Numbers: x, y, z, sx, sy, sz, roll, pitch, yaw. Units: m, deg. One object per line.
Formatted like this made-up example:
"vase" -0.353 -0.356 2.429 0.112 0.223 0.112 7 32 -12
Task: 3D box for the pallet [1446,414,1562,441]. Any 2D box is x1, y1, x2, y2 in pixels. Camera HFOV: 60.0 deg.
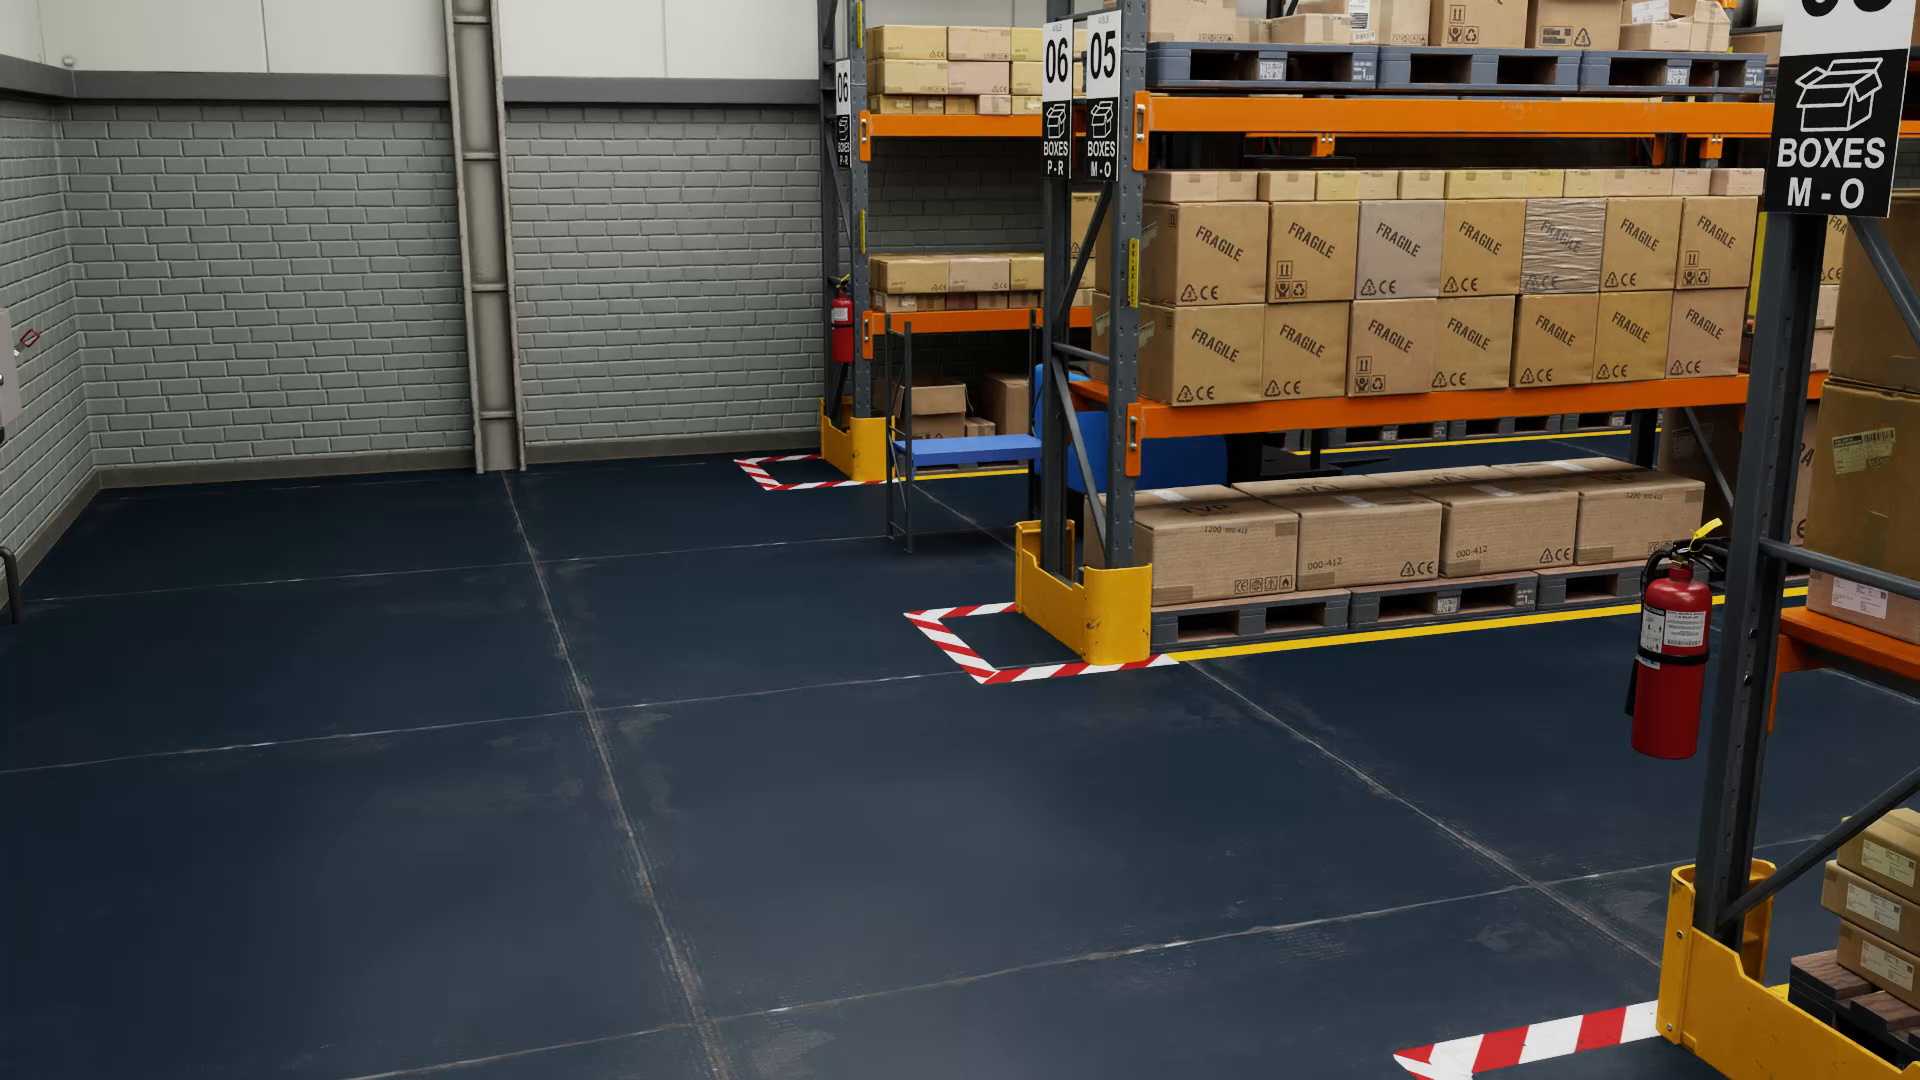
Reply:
"pallet" 4.791 -1.144 15.497 1.213 0.211 1.003 -4 14 -18

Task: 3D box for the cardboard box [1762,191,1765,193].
"cardboard box" 4.804 -1.876 10.172 0.500 0.500 0.500 -4 14 -16

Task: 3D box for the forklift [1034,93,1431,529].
"forklift" 2.059 -1.655 11.767 3.031 2.935 1.130 -5 14 -21

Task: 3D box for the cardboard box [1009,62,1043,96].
"cardboard box" 0.555 -3.627 13.109 0.500 0.250 0.500 -5 14 -20

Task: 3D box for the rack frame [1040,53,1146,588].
"rack frame" 0.669 -0.958 8.688 0.127 3.000 1.000 -4 14 -18

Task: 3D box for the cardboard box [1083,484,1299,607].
"cardboard box" 1.263 0.014 9.233 0.875 0.438 0.875 -5 14 -20

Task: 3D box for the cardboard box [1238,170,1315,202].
"cardboard box" 1.603 -1.803 8.462 0.250 0.149 0.380 -4 14 -16

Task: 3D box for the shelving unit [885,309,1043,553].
"shelving unit" 0.081 -0.736 10.996 1.048 1.500 0.538 -4 14 -18

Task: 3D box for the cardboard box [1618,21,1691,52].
"cardboard box" 3.707 -2.706 8.975 0.250 0.149 0.380 -4 14 -17

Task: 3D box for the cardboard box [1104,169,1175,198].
"cardboard box" 0.946 -1.879 8.781 0.250 0.149 0.380 -4 14 -17

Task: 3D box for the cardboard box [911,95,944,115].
"cardboard box" -0.301 -3.381 12.935 0.250 0.149 0.380 -4 14 -17

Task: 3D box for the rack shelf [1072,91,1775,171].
"rack shelf" 2.565 -2.215 9.045 4.000 0.370 1.077 -4 14 -18

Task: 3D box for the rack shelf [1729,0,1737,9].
"rack shelf" 8.561 -5.158 15.802 4.000 0.370 1.077 -4 14 -18

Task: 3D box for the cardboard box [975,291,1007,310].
"cardboard box" 0.205 -1.949 13.399 0.250 0.149 0.380 -4 14 -16

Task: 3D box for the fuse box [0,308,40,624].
"fuse box" -5.199 -0.381 9.048 0.414 1.711 0.539 -4 14 -18

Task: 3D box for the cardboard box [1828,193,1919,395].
"cardboard box" 2.698 -0.648 4.365 0.500 0.500 0.500 -5 14 -19

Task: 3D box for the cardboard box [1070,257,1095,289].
"cardboard box" 1.034 -2.210 13.634 0.500 0.250 0.500 -5 14 -20

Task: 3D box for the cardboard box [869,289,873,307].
"cardboard box" -0.689 -2.007 13.643 0.250 0.149 0.380 -5 14 -19

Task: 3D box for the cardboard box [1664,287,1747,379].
"cardboard box" 4.102 -1.211 9.538 0.500 0.500 0.500 -4 14 -18

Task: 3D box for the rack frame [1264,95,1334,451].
"rack frame" 2.874 -2.341 14.505 0.127 3.000 1.000 -4 14 -18

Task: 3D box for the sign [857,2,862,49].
"sign" -0.744 -3.812 12.315 0.005 0.325 0.100 -4 14 -18

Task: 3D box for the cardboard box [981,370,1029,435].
"cardboard box" 0.515 -1.113 13.836 0.500 0.500 0.700 -4 14 -16

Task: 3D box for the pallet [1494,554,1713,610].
"pallet" 3.715 0.142 10.088 1.213 0.211 1.003 -4 14 -18

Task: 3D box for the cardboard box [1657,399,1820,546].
"cardboard box" 5.023 -0.487 10.392 0.875 0.875 0.875 -4 14 -16

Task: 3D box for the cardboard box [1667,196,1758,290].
"cardboard box" 4.101 -1.693 9.401 0.500 0.500 0.500 -5 14 -19

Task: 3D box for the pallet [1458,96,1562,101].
"pallet" 4.496 -3.819 14.641 1.003 0.211 1.213 -4 14 -18

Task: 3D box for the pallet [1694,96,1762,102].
"pallet" 7.280 -4.074 15.713 1.003 0.211 1.213 -4 14 -15

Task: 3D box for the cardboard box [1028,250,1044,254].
"cardboard box" 0.890 -2.322 14.104 0.500 0.250 0.500 -4 14 -18

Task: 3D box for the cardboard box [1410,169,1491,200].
"cardboard box" 2.577 -1.879 8.783 0.250 0.149 0.380 -5 14 -19

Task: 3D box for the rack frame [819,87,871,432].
"rack frame" -0.917 -2.046 13.263 0.127 3.000 1.000 -4 14 -18

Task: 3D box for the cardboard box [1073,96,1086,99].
"cardboard box" 0.943 -3.448 13.216 0.250 0.149 0.380 -4 14 -18

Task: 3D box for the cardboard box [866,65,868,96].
"cardboard box" -0.582 -3.670 13.288 0.500 0.250 0.500 -5 14 -19

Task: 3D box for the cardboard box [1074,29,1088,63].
"cardboard box" 1.023 -3.912 13.224 0.500 0.250 0.500 -4 14 -17

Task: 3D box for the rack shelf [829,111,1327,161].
"rack shelf" 0.978 -3.303 13.620 4.000 0.370 1.077 -4 14 -18

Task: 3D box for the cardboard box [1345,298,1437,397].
"cardboard box" 2.174 -1.056 8.884 0.500 0.500 0.500 -5 14 -18

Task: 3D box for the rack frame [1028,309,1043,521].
"rack frame" 0.563 -0.773 11.153 0.032 1.500 0.500 -4 14 -18

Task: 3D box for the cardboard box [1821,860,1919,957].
"cardboard box" 2.753 1.057 4.829 0.250 0.149 0.380 -5 14 -20

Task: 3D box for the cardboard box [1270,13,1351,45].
"cardboard box" 1.774 -2.578 8.435 0.250 0.149 0.380 -4 14 -16

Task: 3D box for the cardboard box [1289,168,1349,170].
"cardboard box" 1.919 -1.954 9.096 0.250 0.149 0.380 -5 14 -19

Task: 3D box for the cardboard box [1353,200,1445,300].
"cardboard box" 2.188 -1.545 8.780 0.500 0.500 0.500 -5 14 -18

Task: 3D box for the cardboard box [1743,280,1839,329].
"cardboard box" 4.967 -1.394 9.765 0.500 0.250 0.500 -5 14 -20

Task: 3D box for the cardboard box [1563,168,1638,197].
"cardboard box" 3.512 -1.977 9.192 0.250 0.149 0.380 -5 14 -19

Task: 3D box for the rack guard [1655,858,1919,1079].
"rack guard" 2.416 1.331 4.468 0.348 0.500 1.175 -4 14 -18

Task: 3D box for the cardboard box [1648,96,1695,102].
"cardboard box" 6.256 -3.932 15.033 0.500 0.250 0.500 -5 14 -20

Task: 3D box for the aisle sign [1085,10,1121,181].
"aisle sign" 0.694 -2.154 8.097 0.004 0.787 0.394 -4 14 -18
